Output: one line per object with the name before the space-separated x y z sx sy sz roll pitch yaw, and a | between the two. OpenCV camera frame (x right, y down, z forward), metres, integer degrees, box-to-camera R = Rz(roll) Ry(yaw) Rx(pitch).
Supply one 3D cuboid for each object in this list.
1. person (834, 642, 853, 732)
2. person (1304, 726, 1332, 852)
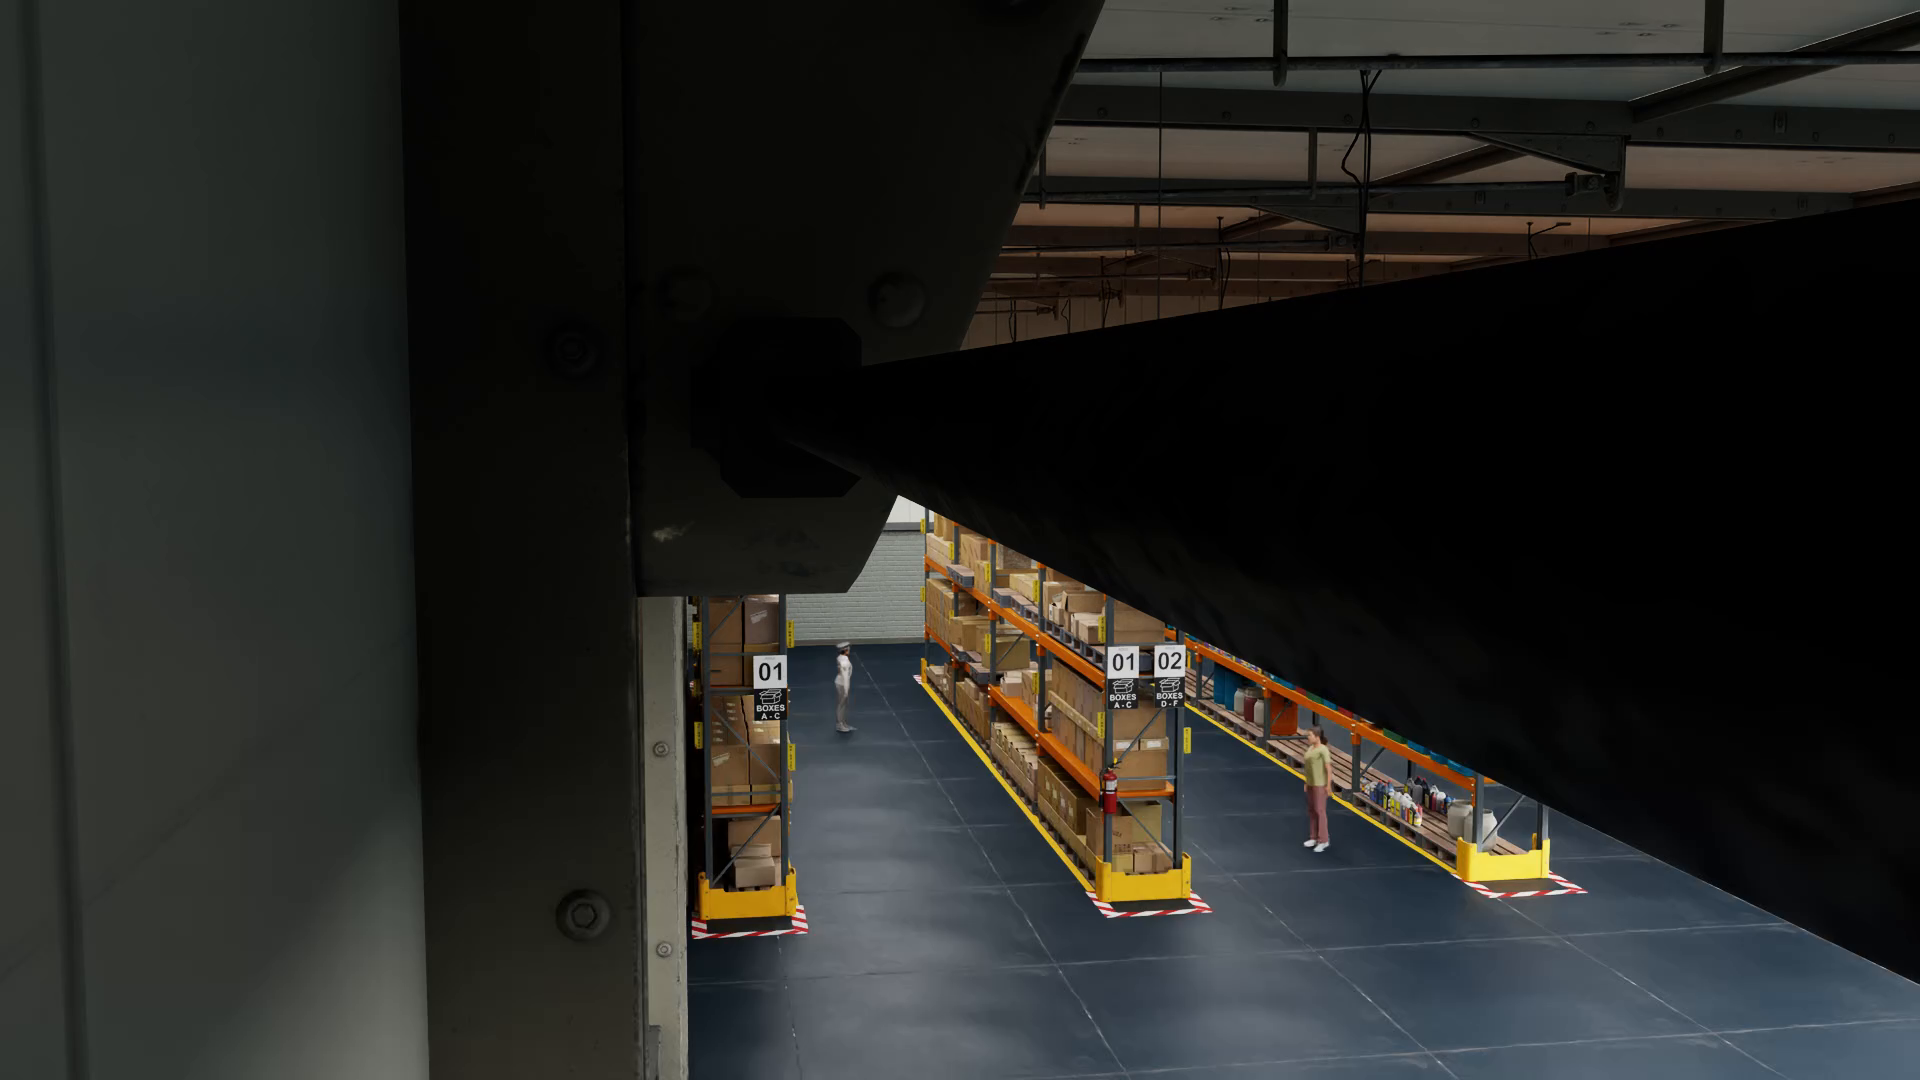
person | -2.180 2.747 31.187 0.345 1.695 0.502 -1 5 -6
person | 4.986 3.463 23.239 0.389 1.712 0.549 -2 5 -20
